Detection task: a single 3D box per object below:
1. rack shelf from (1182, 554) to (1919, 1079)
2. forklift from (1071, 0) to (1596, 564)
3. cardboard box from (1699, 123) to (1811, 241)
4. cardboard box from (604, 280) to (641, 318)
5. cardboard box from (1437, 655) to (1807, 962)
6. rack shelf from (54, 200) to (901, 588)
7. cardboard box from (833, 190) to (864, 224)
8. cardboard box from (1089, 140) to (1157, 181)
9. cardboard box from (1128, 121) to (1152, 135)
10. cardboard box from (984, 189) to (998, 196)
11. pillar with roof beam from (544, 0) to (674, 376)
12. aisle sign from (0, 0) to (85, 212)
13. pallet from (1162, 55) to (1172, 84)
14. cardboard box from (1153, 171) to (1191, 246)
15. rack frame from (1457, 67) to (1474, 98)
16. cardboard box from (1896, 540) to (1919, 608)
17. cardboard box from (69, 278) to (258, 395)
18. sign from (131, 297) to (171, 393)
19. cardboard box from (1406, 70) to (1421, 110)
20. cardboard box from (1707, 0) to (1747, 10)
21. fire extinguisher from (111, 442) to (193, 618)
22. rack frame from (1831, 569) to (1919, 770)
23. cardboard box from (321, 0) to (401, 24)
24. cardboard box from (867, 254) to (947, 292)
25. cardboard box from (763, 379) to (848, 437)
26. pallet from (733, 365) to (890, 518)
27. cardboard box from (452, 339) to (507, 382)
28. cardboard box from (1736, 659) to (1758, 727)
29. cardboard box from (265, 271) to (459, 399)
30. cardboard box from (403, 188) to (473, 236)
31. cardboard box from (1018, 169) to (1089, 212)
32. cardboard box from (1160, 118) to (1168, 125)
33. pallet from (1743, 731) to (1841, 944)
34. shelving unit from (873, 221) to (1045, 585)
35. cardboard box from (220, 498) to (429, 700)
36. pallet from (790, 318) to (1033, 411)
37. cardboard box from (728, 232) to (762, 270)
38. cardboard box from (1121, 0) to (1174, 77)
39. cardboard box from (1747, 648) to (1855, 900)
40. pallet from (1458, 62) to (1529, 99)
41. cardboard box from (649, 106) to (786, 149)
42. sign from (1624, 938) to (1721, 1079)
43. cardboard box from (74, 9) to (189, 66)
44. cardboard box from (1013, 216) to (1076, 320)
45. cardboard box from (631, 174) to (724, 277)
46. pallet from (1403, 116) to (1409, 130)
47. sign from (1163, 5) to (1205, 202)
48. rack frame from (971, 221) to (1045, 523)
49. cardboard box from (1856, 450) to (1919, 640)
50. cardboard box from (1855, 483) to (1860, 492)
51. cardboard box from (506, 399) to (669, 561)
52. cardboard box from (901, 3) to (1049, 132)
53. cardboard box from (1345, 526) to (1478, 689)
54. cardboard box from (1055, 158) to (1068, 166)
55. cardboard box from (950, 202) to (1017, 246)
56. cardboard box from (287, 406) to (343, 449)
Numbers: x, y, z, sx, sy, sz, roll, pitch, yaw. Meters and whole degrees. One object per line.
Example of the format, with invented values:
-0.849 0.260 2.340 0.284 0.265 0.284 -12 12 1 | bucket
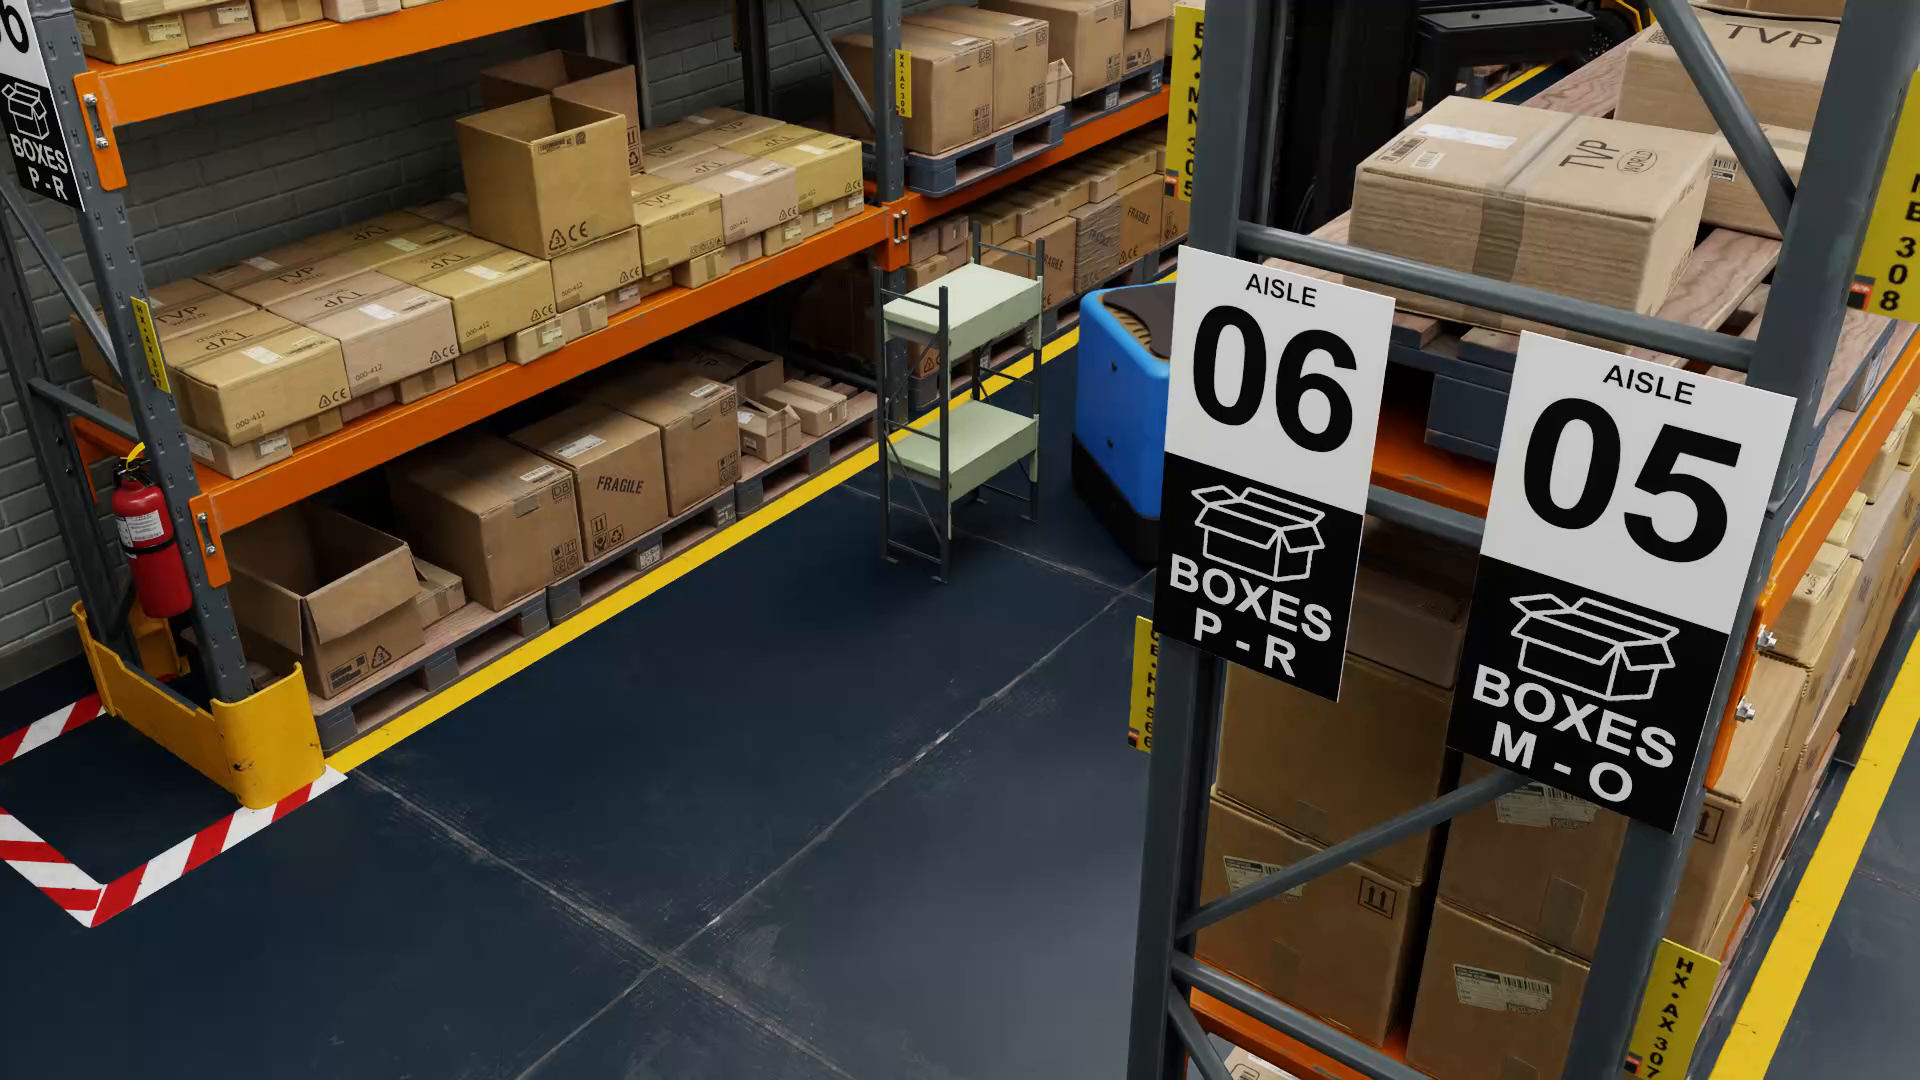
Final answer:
2.029 0.578 5.038 1.077 0.370 4.000 21 37 31 | rack shelf
2.154 -1.554 7.997 3.031 2.935 1.130 -9 32 -15 | forklift
1.662 -0.696 3.277 0.380 0.149 0.250 23 37 33 | cardboard box
-1.660 -1.133 7.467 0.380 0.149 0.250 21 37 31 | cardboard box
1.338 0.501 3.384 0.500 0.500 0.500 20 36 30 | cardboard box
-1.931 -0.948 7.613 1.077 0.370 4.000 21 37 31 | rack shelf
-0.715 -1.755 8.516 0.380 0.149 0.250 22 37 32 | cardboard box
1.065 -2.495 10.921 0.380 0.149 0.250 22 37 33 | cardboard box
1.128 -2.965 11.714 0.380 0.149 0.250 23 38 34 | cardboard box
0.016 -2.233 10.479 0.380 0.149 0.250 22 37 32 | cardboard box
1.570 -3.321 5.027 9.100 9.000 0.400 21 37 31 | pillar with roof beam
-2.945 -1.445 5.196 0.394 0.787 0.004 21 37 31 | aisle sign
1.338 -3.317 11.093 1.213 0.211 1.003 21 37 31 | pallet
1.297 -2.364 11.336 0.500 0.500 0.500 21 36 31 | cardboard box
4.106 -5.322 14.289 1.000 3.000 0.127 21 37 31 | rack frame
2.854 -0.109 5.395 0.500 0.500 0.500 20 36 30 | cardboard box
-3.072 -0.777 6.474 0.500 0.250 0.500 22 37 33 | cardboard box
-2.705 -0.650 5.556 0.100 0.325 0.005 21 37 31 | sign
3.325 -3.953 13.895 0.875 0.625 0.625 21 36 31 | cardboard box
2.448 -1.545 4.361 0.797 0.503 0.637 24 38 35 | cardboard box
-2.858 -0.049 5.832 0.296 0.674 0.183 21 37 31 | fire extinguisher
3.236 -0.544 6.227 1.000 3.000 0.127 21 37 31 | rack frame
-2.222 -1.968 5.933 0.380 0.149 0.250 22 37 32 | cardboard box
-0.295 -1.519 9.274 0.380 0.149 0.250 23 38 33 | cardboard box
-0.826 -0.708 8.887 0.380 0.149 0.250 20 36 30 | cardboard box
-1.139 -0.592 9.042 1.003 0.211 1.213 21 37 31 | pallet
-2.116 -0.815 6.929 0.380 0.149 0.250 22 37 32 | cardboard box
1.257 0.270 3.137 0.380 0.149 0.250 22 37 32 | cardboard box
-2.345 -0.815 6.538 0.500 0.250 0.500 22 37 32 | cardboard box
-2.141 -1.398 7.523 0.500 0.250 0.500 21 37 31 | cardboard box
0.583 -2.188 10.403 0.380 0.149 0.250 21 37 31 | cardboard box
1.595 -2.802 11.440 0.380 0.149 0.250 19 36 29 | cardboard box
2.715 0.940 6.457 1.003 0.211 1.213 21 37 31 | pallet
0.004 -0.648 7.872 0.431 1.500 0.755 21 37 31 | shelving unit
-2.693 0.229 6.958 0.797 0.503 0.637 20 36 29 | cardboard box
-0.263 -1.213 10.090 1.003 0.211 1.213 21 37 31 | pallet
-1.172 -1.431 7.969 0.380 0.149 0.250 22 37 33 | cardboard box
0.853 -3.201 10.196 0.797 0.503 0.637 20 36 30 | cardboard box
1.945 0.516 4.339 0.500 0.500 0.500 21 37 31 | cardboard box
4.619 -4.433 15.523 1.003 0.211 1.213 21 37 31 | pallet
-1.238 -2.016 8.565 0.500 0.250 0.500 21 36 31 | cardboard box
1.260 0.848 2.950 0.100 0.325 0.005 21 37 31 | sign
-2.760 -1.685 5.455 0.380 0.149 0.250 22 37 32 | cardboard box
0.366 -1.724 10.257 0.500 0.500 0.500 20 36 30 | cardboard box
-1.439 -1.445 7.602 0.500 0.250 0.500 21 36 31 | cardboard box
2.956 -3.313 13.634 1.003 0.211 1.213 21 37 31 | pallet
0.397 -0.729 2.804 0.100 0.325 0.005 21 37 31 | sign
0.225 -0.797 8.123 0.400 1.500 0.023 21 37 31 | rack frame
2.250 -0.126 4.442 0.500 0.500 0.500 21 37 31 | cardboard box
1.867 -0.164 3.870 0.380 0.149 0.250 22 37 32 | cardboard box
-1.747 -0.289 7.835 0.500 0.500 0.500 22 37 32 | cardboard box
0.060 -2.633 9.240 0.700 0.500 0.500 22 37 32 | cardboard box
0.879 0.122 3.388 0.380 0.149 0.250 22 37 32 | cardboard box
0.503 -2.536 10.991 0.380 0.149 0.250 20 36 30 | cardboard box
0.111 -1.879 9.881 0.380 0.149 0.250 20 36 30 | cardboard box
-2.604 -0.503 6.404 0.380 0.149 0.250 22 37 32 | cardboard box
